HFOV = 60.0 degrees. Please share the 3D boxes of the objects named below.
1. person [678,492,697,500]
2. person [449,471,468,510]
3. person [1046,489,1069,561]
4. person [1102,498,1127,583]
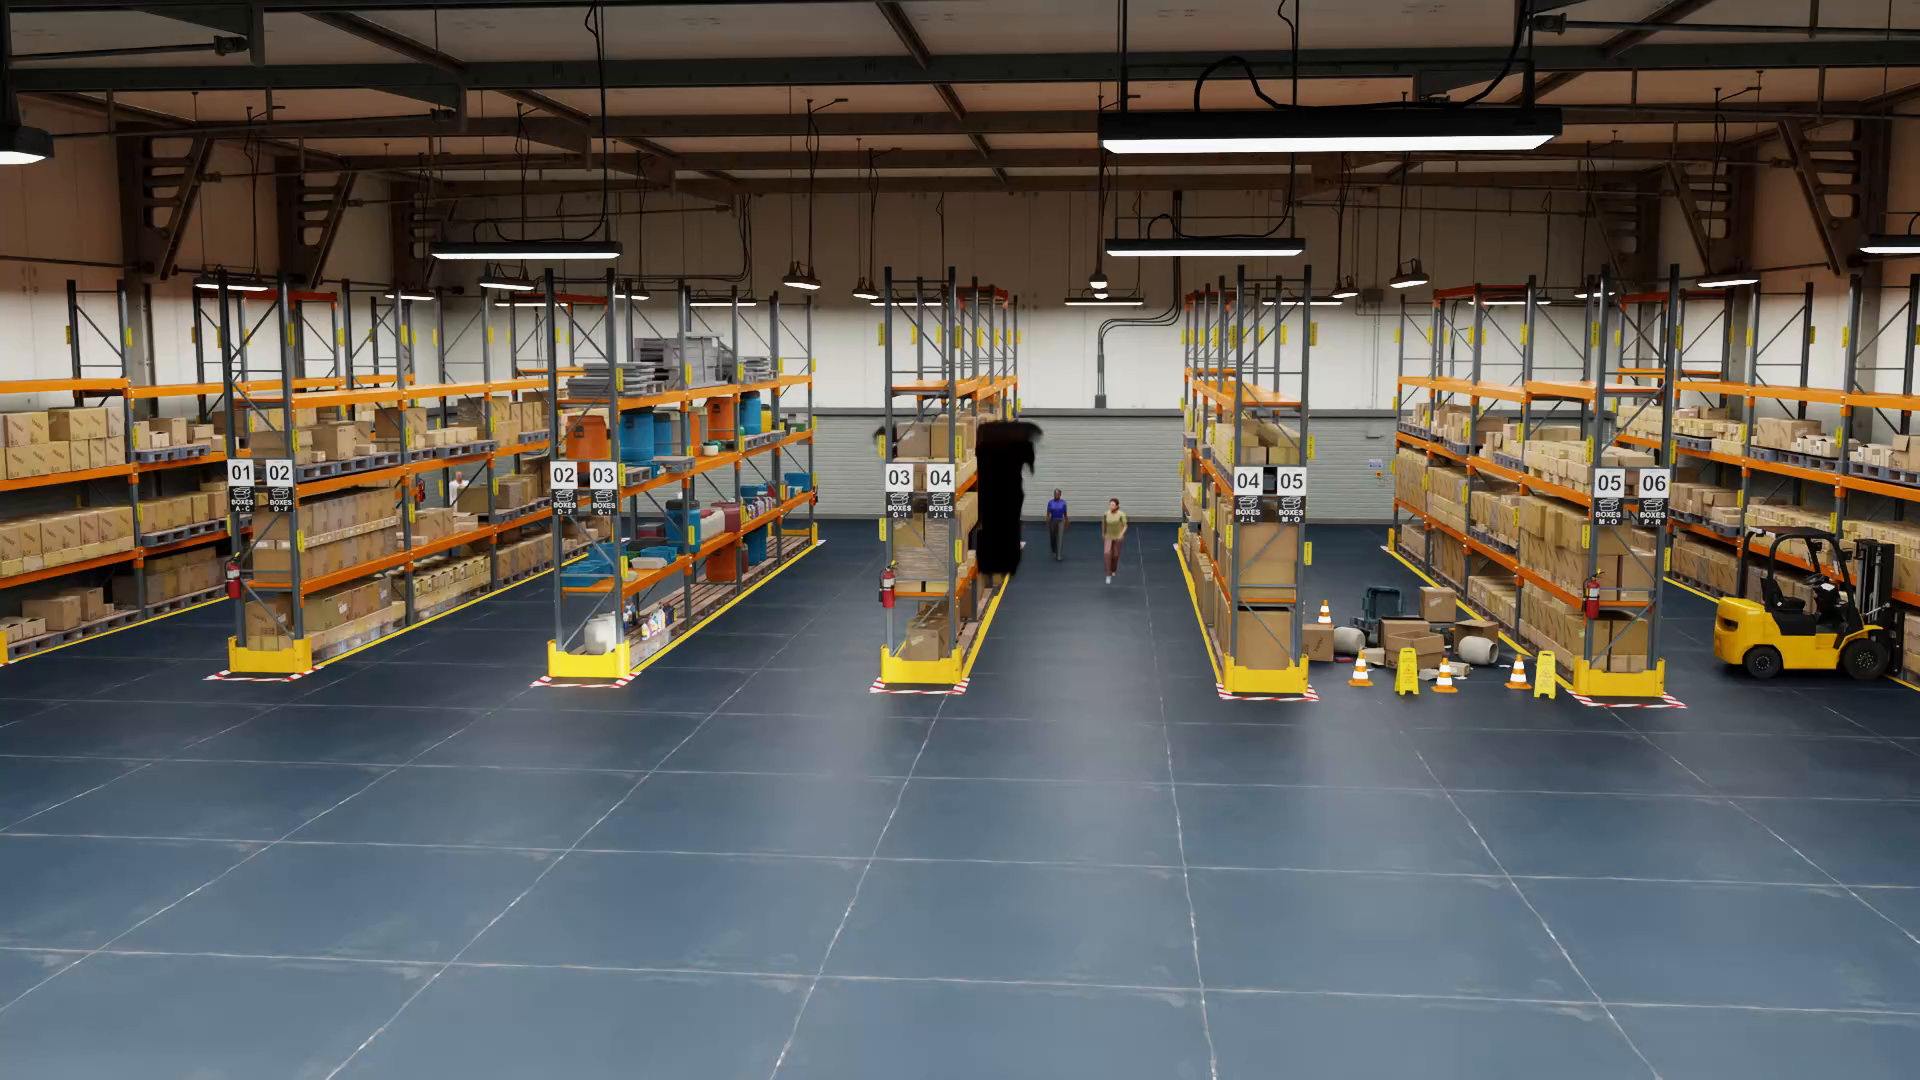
[{"bbox_3d":[-6.178,-0.525,38.285,0.559,1.766,0.588,2,7,19],"label":"person"},{"bbox_3d":[-12.267,-0.826,40.714,0.581,1.733,1.025,-2,7,-12],"label":"person"},{"bbox_3d":[2.203,-0.324,37.575,0.496,1.543,0.928,1,7,10],"label":"person"},{"bbox_3d":[3.038,-0.017,32.686,0.495,1.628,0.981,1,7,5],"label":"person"}]
